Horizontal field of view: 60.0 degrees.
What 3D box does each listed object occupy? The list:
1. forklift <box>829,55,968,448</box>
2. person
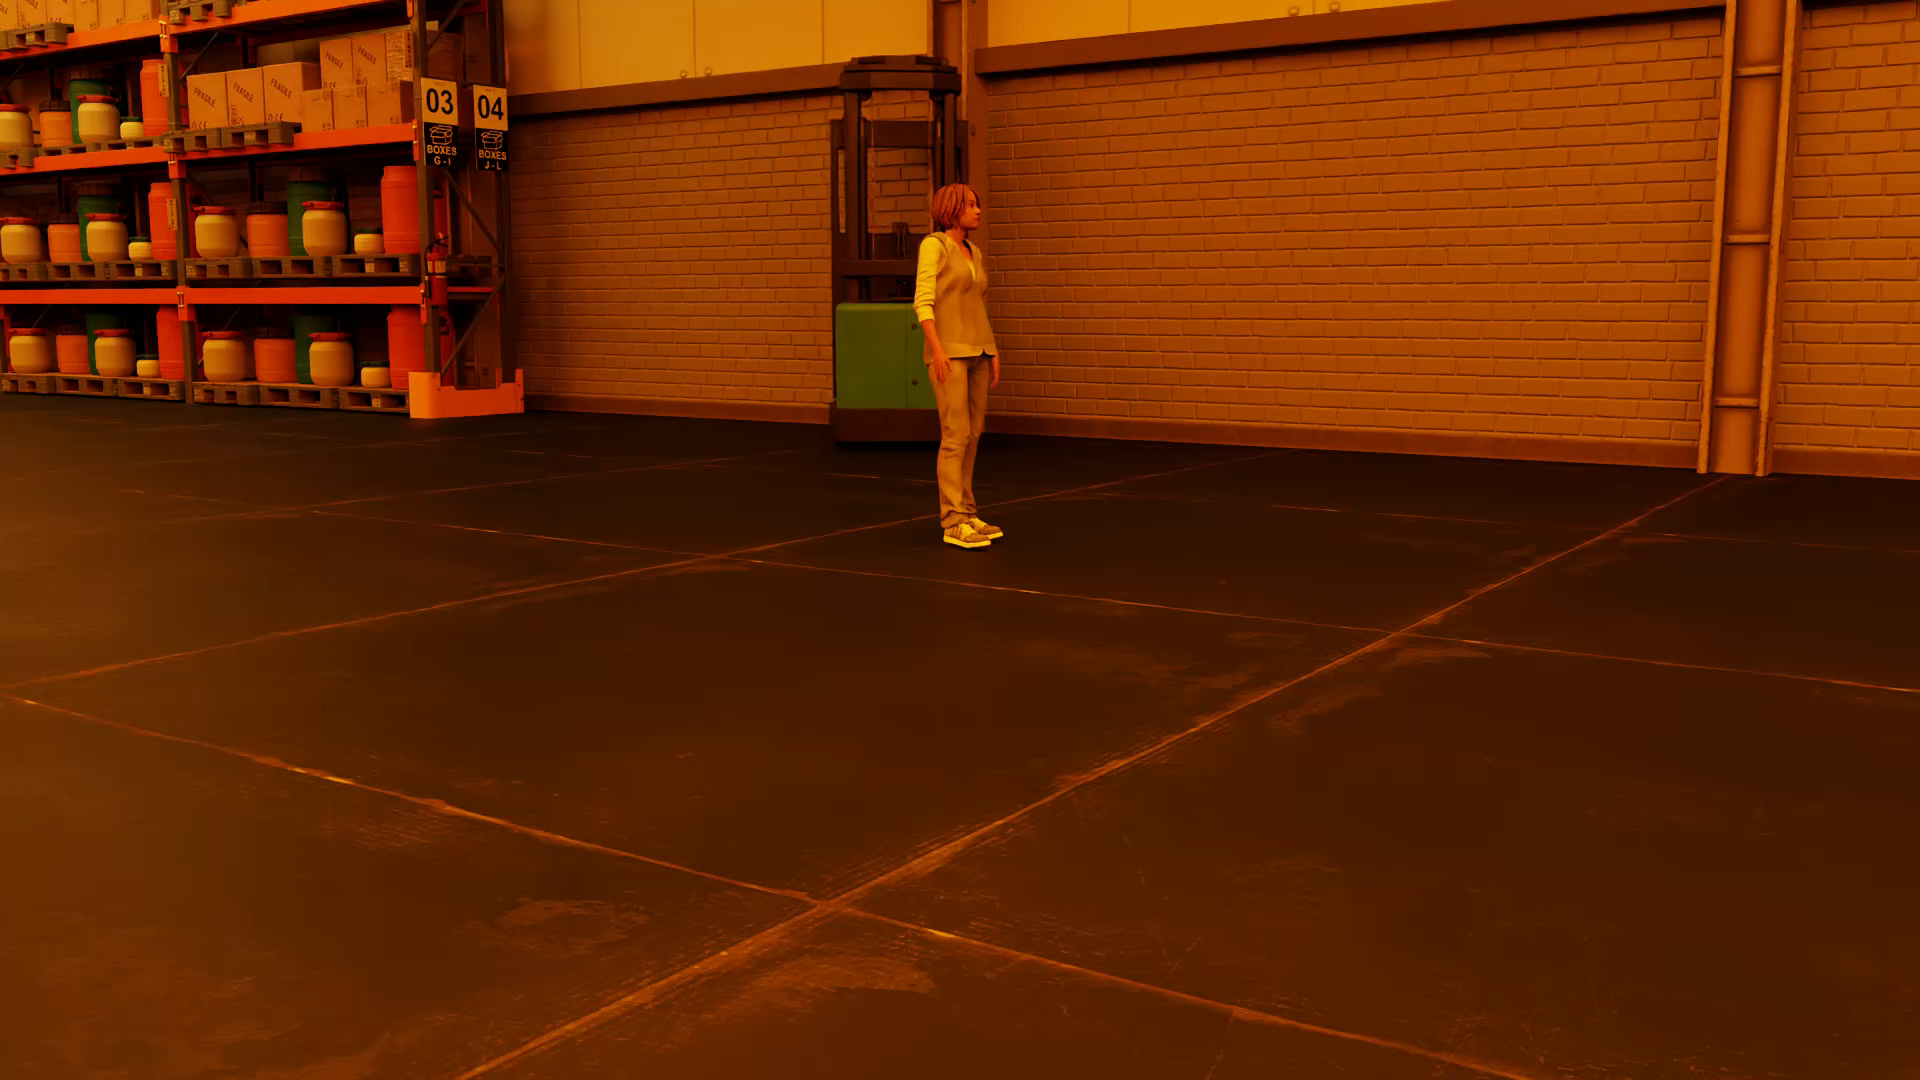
[{"bbox_3d":[-0.498,-2.313,13.458,1.130,2.935,3.031,-1,8,-4],"label":"forklift"},{"bbox_3d":[0.053,-0.791,7.438,0.475,1.597,0.520,5,10,34],"label":"person"}]
